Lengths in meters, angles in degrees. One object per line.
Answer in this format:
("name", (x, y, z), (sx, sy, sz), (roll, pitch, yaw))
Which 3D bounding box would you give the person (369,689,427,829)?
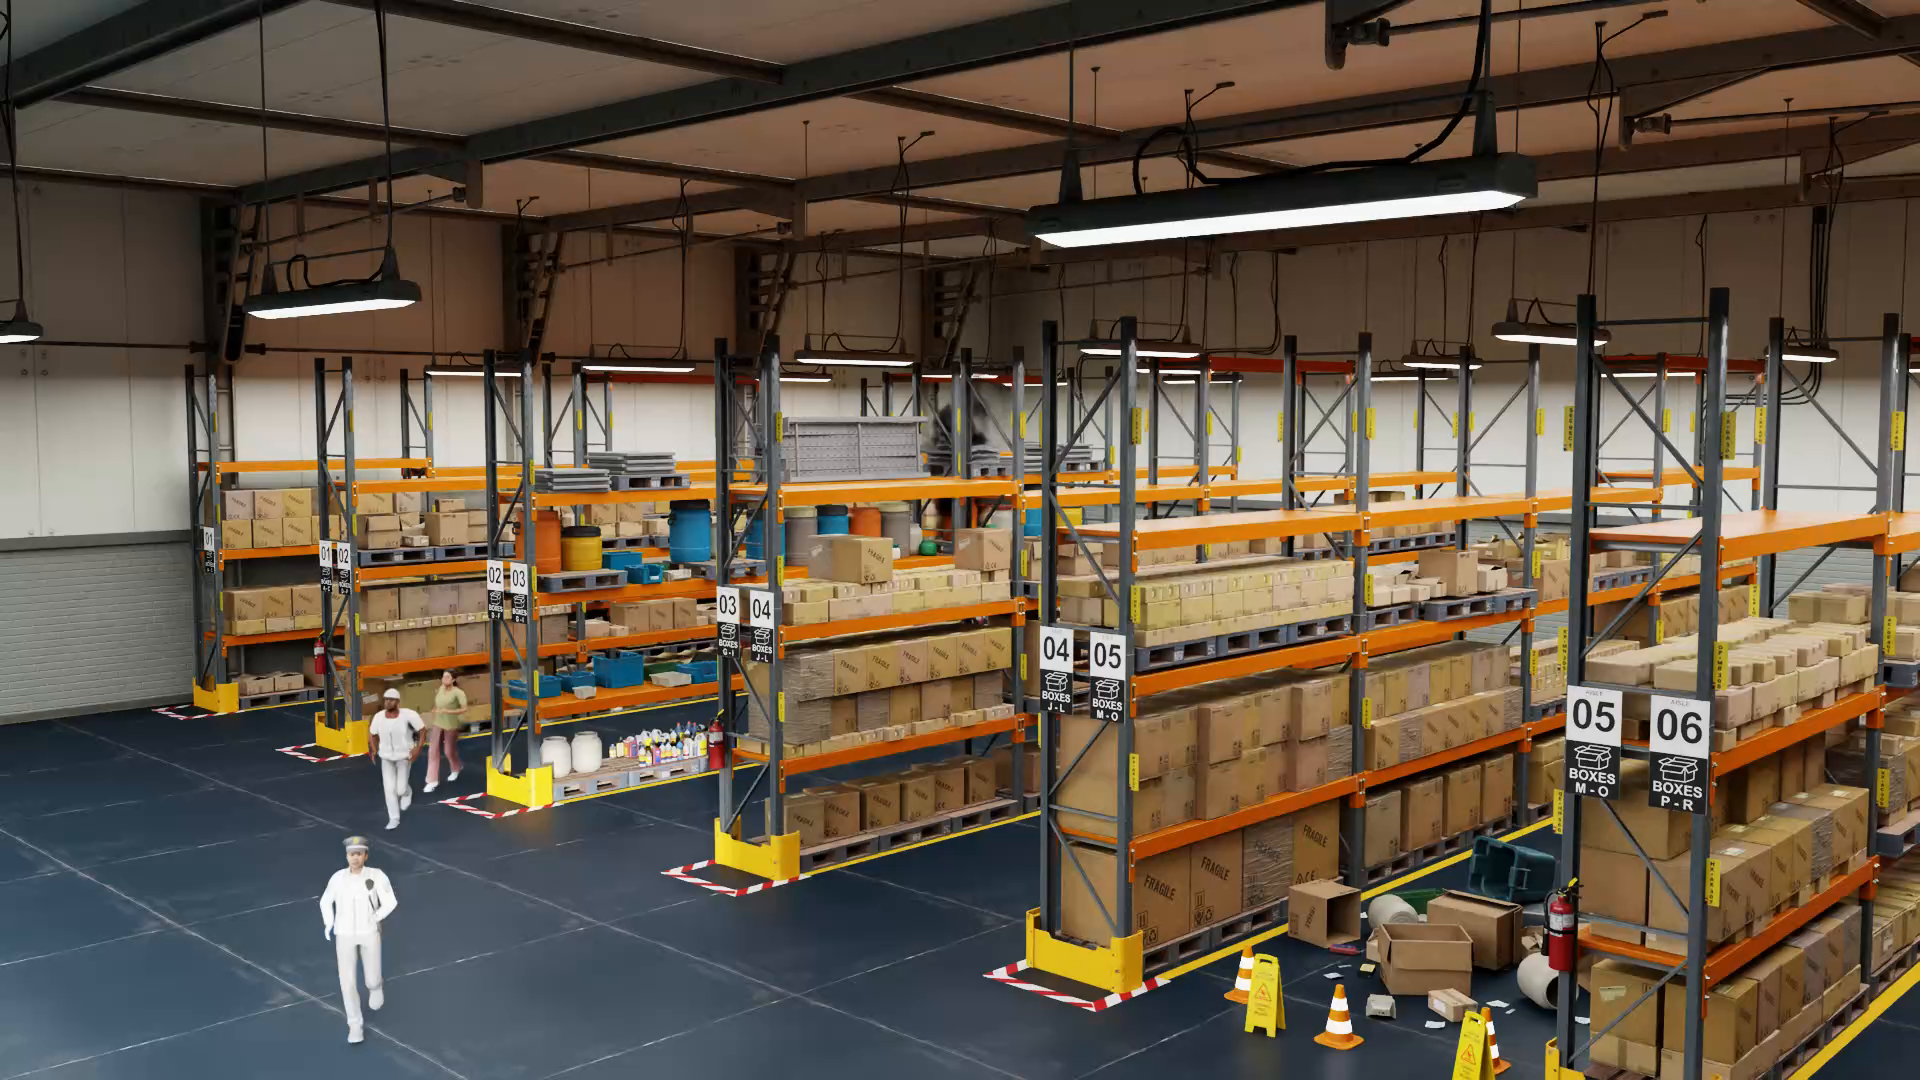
("person", (-7.039, 2.704, 20.856), (0.705, 1.733, 0.663), (0, 4, -3))

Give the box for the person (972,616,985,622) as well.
("person", (0.320, 1.757, 32.559), (0.649, 1.783, 0.895), (3, 5, 34))

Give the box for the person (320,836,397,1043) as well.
("person", (-5.022, 3.273, 13.873), (0.622, 1.654, 0.717), (-1, 4, -12))

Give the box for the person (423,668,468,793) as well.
("person", (-7.005, 2.609, 22.886), (0.584, 1.687, 0.823), (1, 5, 17))
